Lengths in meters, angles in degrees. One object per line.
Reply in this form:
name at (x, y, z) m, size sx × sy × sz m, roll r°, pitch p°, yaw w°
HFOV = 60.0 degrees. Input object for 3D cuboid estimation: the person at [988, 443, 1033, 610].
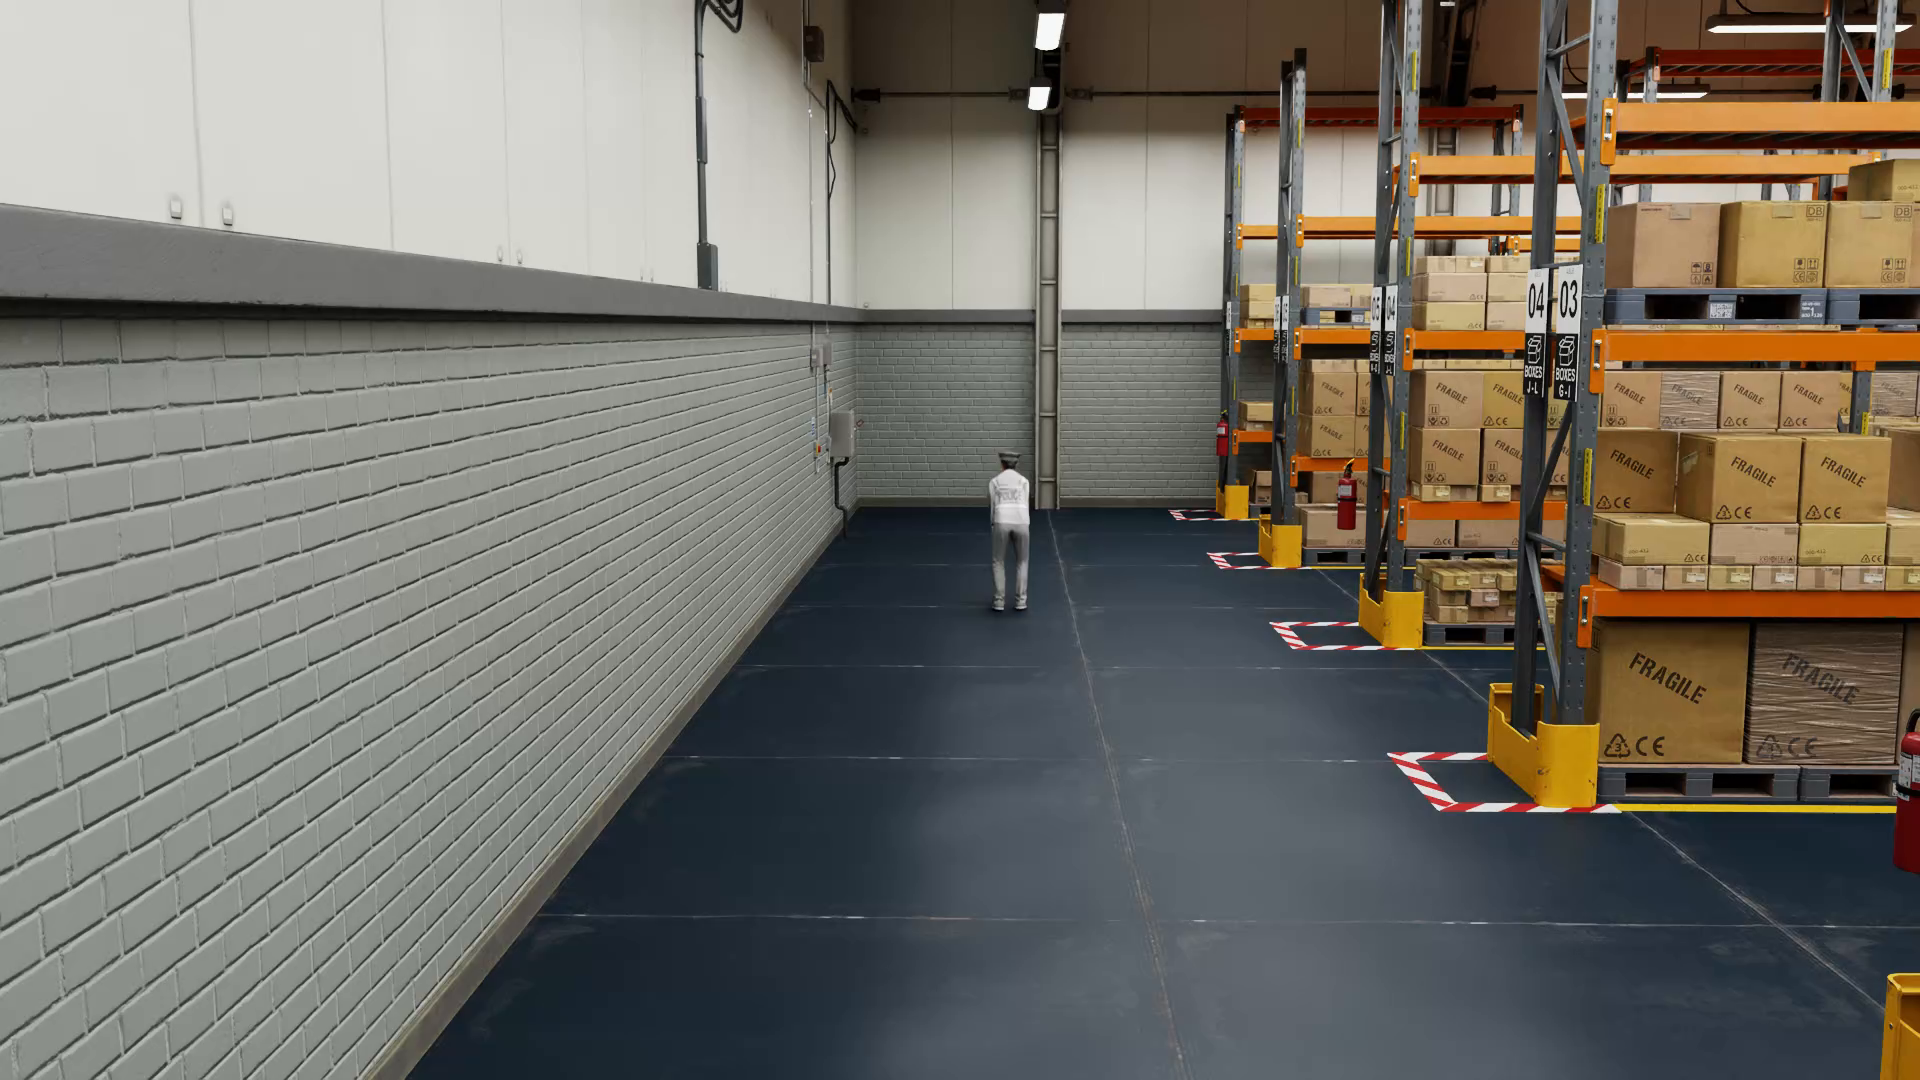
person at (0.508, -0.137, 16.756) m, size 0.459 × 1.689 × 0.547 m, roll 0°, pitch 7°, yaw 2°
